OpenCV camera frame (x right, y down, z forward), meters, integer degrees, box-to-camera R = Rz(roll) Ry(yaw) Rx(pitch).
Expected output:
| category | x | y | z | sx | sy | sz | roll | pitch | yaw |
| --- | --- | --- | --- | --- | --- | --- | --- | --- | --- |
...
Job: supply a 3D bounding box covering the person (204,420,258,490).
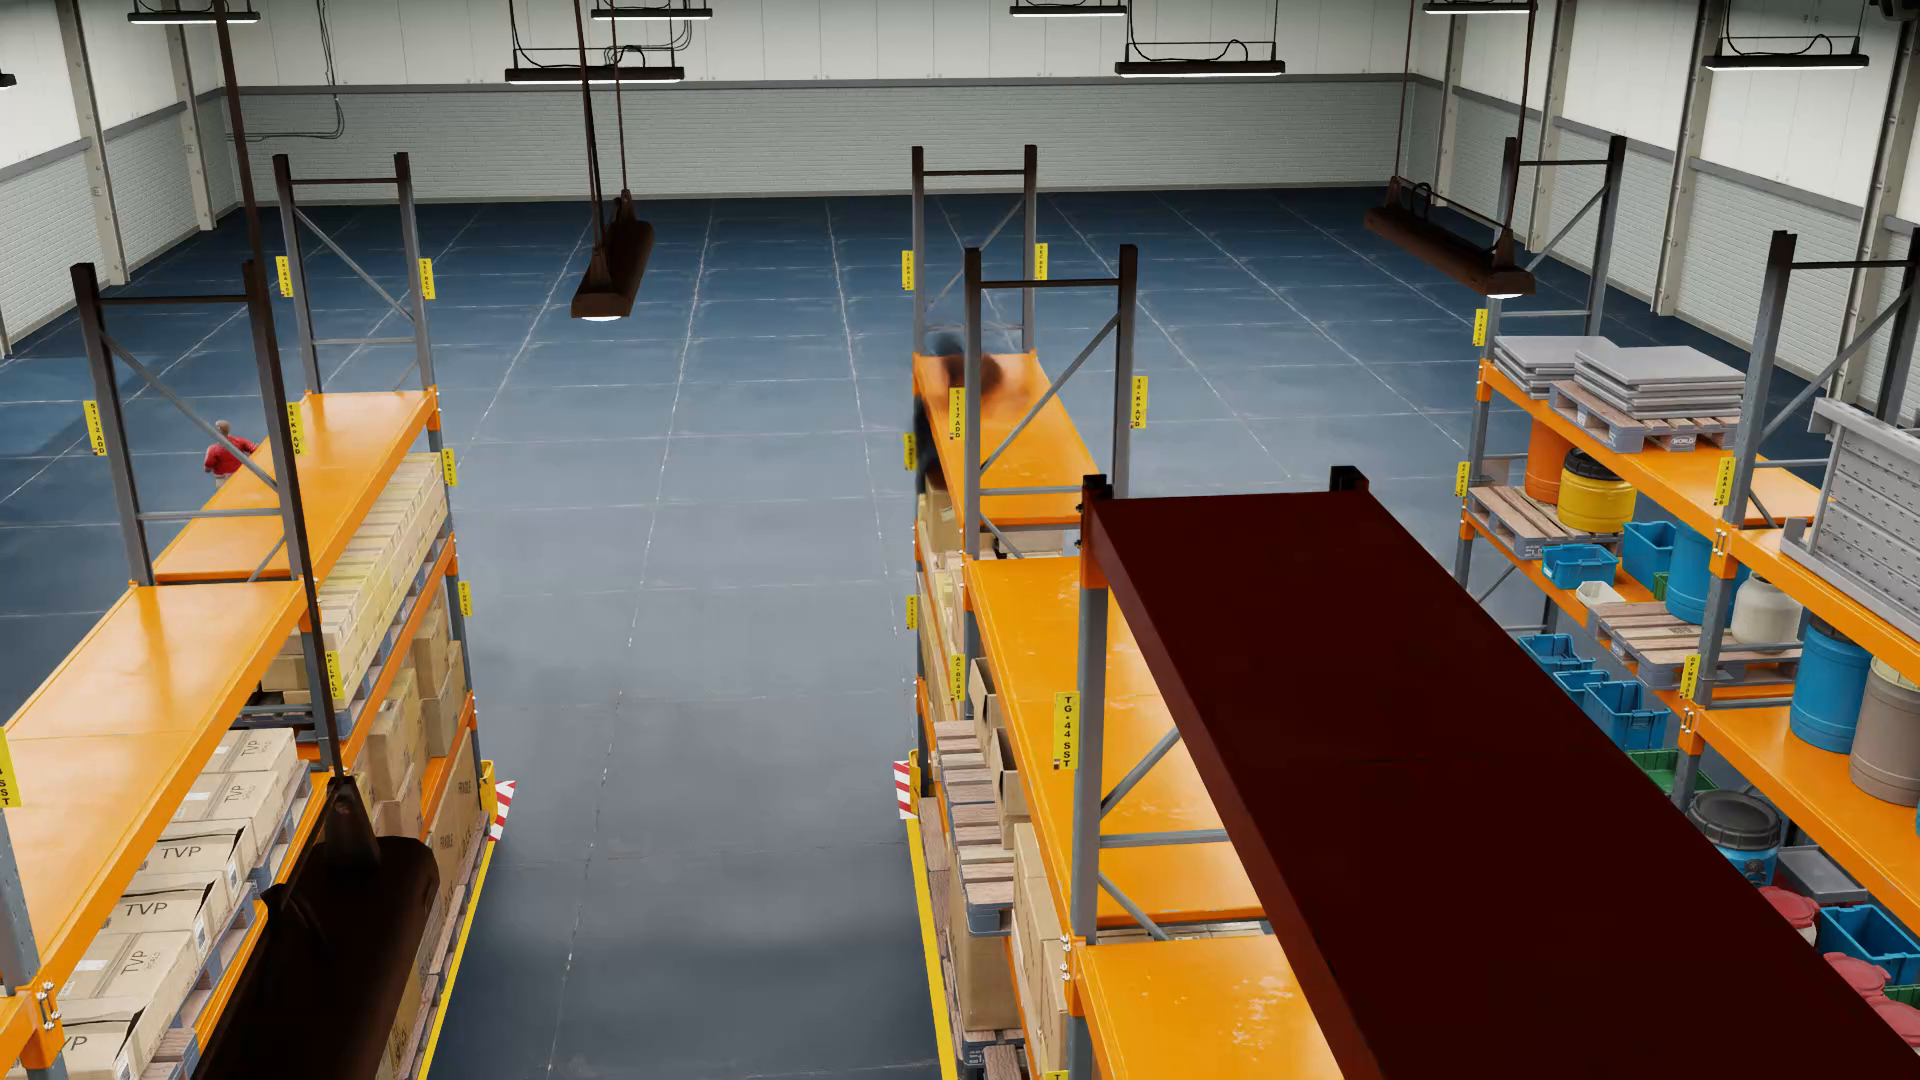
| category | x | y | z | sx | sy | sz | roll | pitch | yaw |
| --- | --- | --- | --- | --- | --- | --- | --- | --- | --- |
| person | -9.186 | -0.660 | 21.009 | 0.762 | 1.798 | 0.631 | 12 | 24 | 27 |
